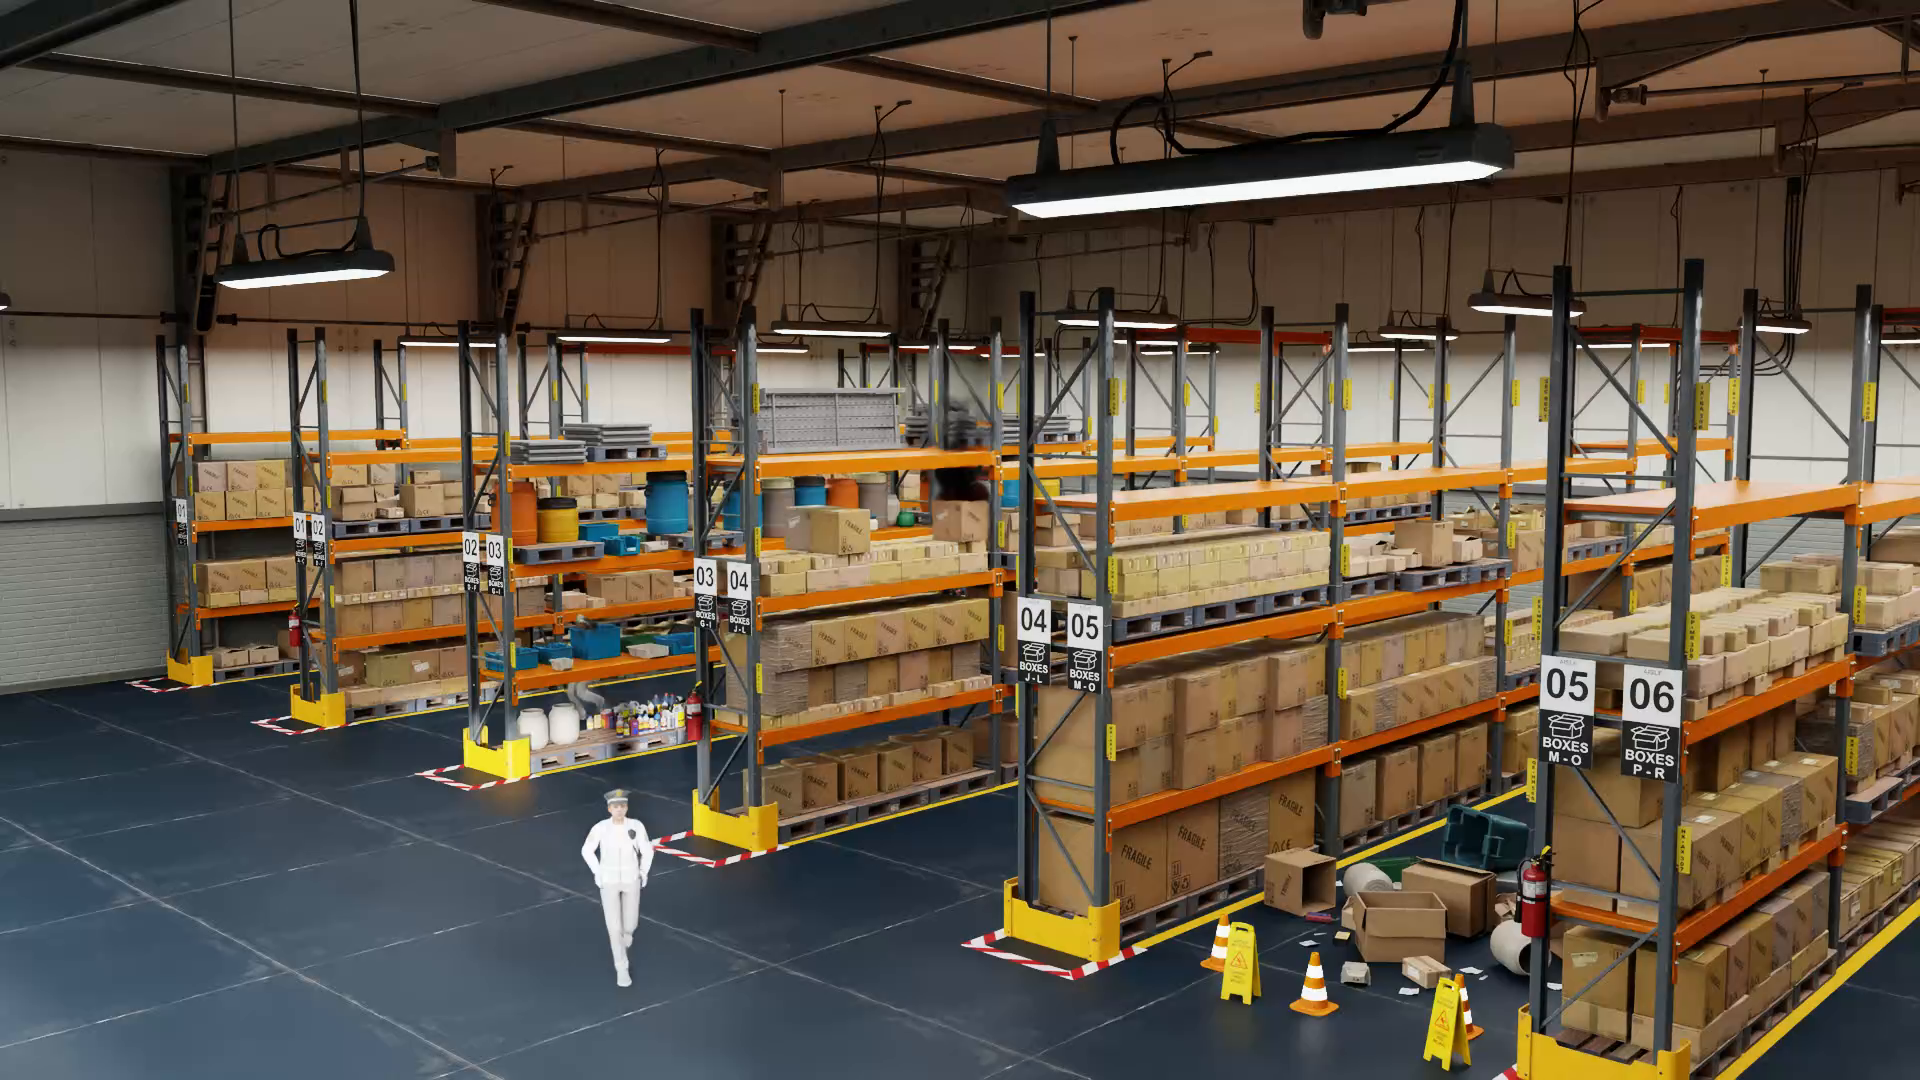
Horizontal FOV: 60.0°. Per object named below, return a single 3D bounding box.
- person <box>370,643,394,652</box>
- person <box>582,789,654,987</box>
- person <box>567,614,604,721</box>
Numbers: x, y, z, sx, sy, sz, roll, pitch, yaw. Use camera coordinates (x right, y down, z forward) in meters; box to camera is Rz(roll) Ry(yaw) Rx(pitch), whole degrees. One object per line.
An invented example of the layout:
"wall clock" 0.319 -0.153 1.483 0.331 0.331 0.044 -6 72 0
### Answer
"person" -9.703 1.737 28.049 0.503 1.614 0.682 4 6 34
"person" -2.984 2.987 14.542 0.618 1.677 0.687 -1 6 -15
"person" -5.777 1.947 25.503 0.574 1.649 0.586 4 7 37
